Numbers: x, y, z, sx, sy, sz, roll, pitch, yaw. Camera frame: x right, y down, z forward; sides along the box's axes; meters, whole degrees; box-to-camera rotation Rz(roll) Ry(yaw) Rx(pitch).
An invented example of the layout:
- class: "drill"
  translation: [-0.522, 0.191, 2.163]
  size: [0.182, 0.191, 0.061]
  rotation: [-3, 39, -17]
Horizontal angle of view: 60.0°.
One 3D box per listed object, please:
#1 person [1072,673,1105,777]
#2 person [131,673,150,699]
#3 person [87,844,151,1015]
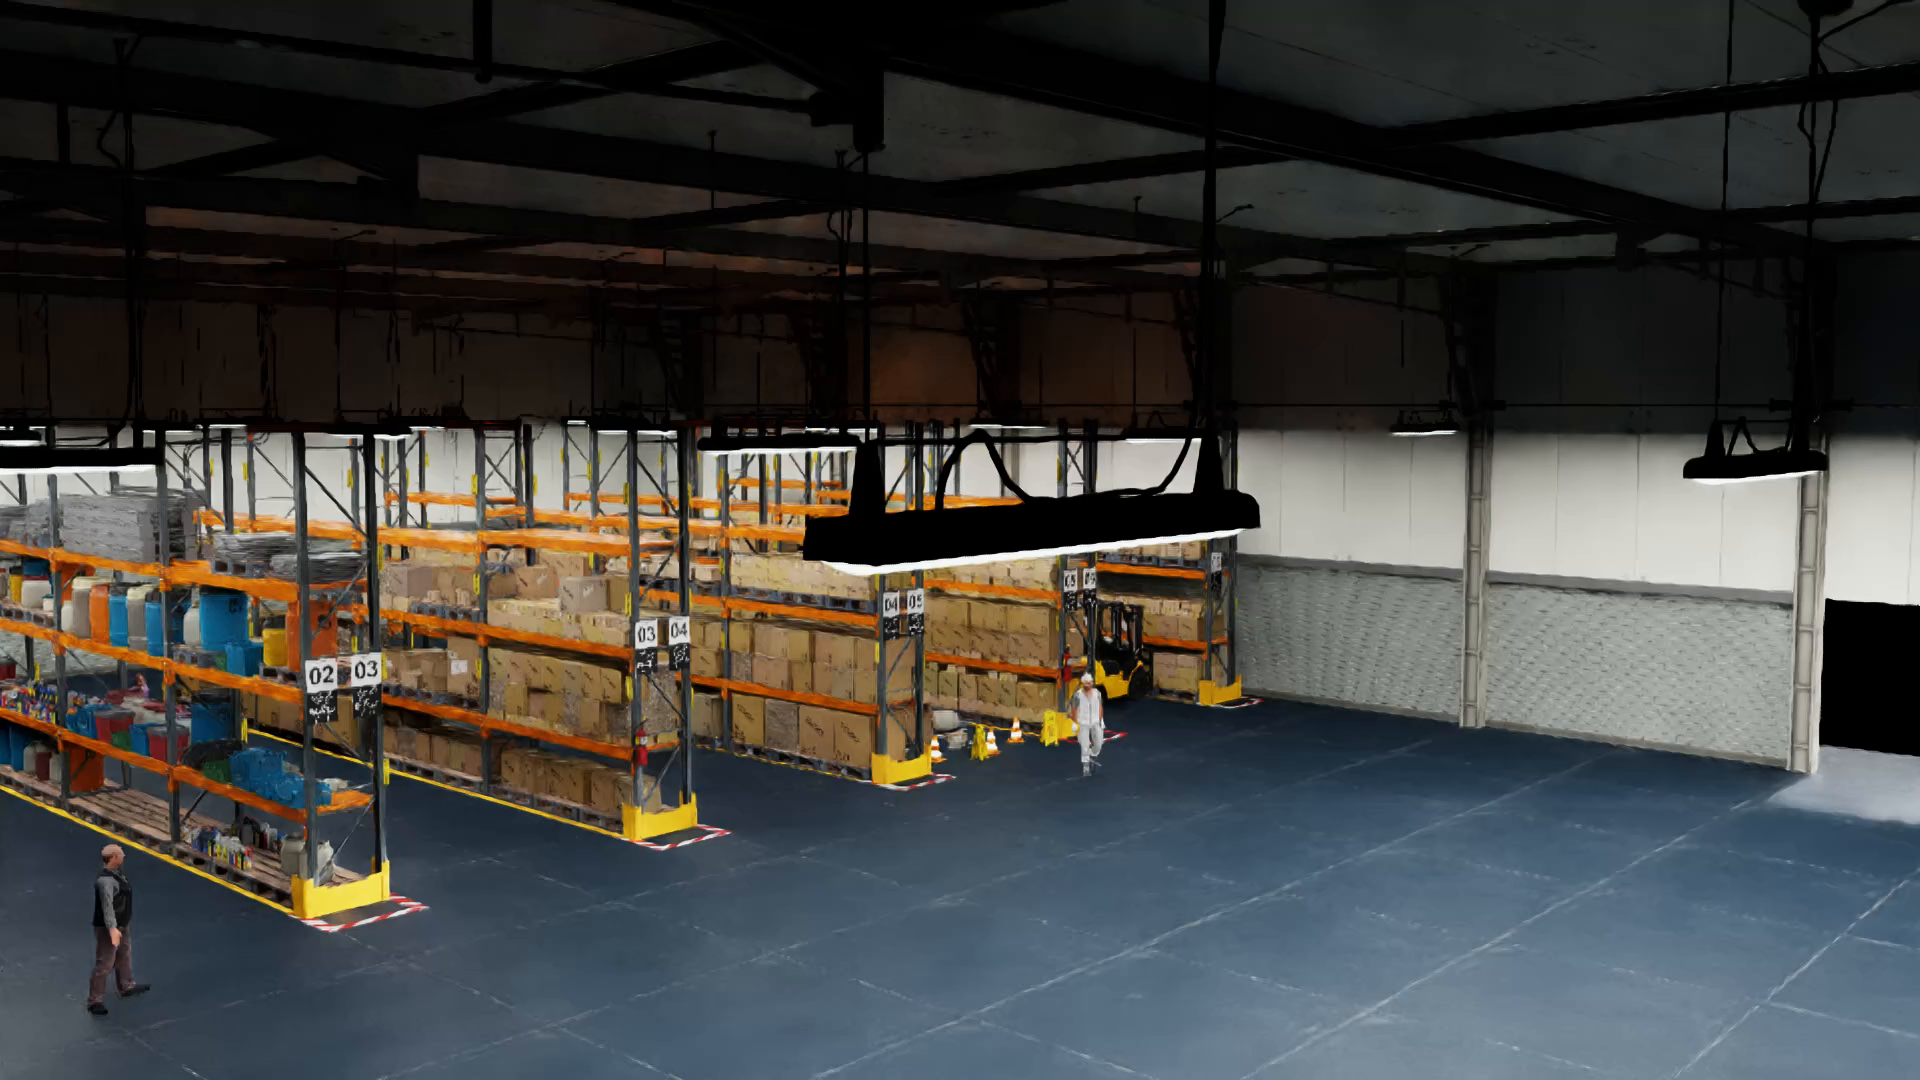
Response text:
- class: "person"
  translation: [2.182, 3.130, 28.366]
  size: [0.589, 1.779, 0.577]
  rotation: [-1, 5, -12]
- class: "person"
  translation: [-14.692, 3.125, 29.760]
  size: [1.038, 1.514, 0.419]
  rotation: [4, 6, 40]
- class: "person"
  translation: [-8.877, 4.032, 17.467]
  size: [0.528, 1.716, 0.715]
  rotation: [-1, 5, -17]
